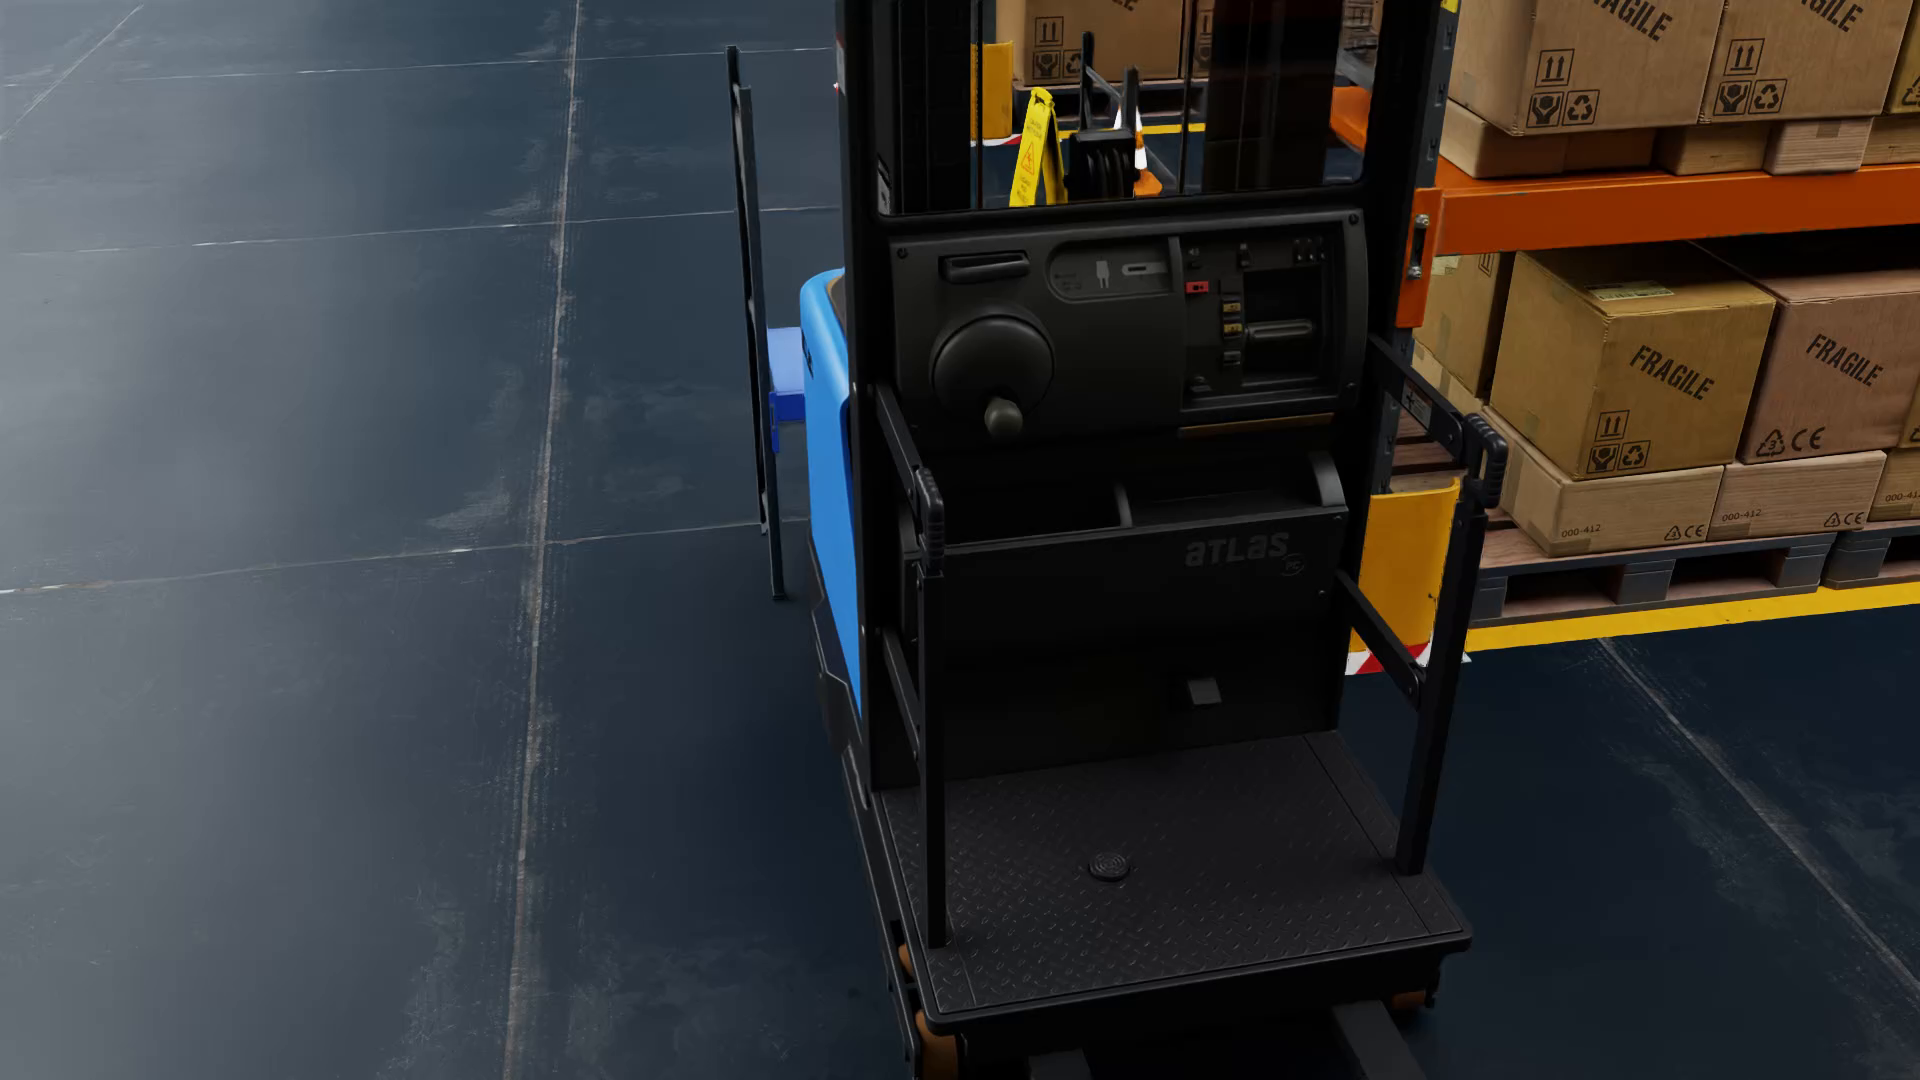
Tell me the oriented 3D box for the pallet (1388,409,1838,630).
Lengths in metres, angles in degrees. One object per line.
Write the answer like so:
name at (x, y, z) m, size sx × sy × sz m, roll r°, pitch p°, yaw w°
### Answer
pallet at (1.909, -0.131, 5.264) m, size 1.213 × 0.211 × 1.003 m, roll -5°, pitch 31°, yaw -9°

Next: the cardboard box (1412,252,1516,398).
cardboard box at (1.770, -0.791, 5.195) m, size 0.500 × 0.500 × 0.500 m, roll -5°, pitch 31°, yaw -9°

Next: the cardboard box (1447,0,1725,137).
cardboard box at (1.545, -1.345, 4.187) m, size 0.500 × 0.500 × 0.500 m, roll -6°, pitch 31°, yaw -10°

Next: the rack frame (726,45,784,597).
rack frame at (-0.588, -0.605, 4.788) m, size 0.032 × 1.500 × 0.500 m, roll -6°, pitch 29°, yaw -9°

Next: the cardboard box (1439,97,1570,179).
cardboard box at (1.400, -1.089, 4.390) m, size 0.250 × 0.149 × 0.380 m, roll -5°, pitch 31°, yaw -9°

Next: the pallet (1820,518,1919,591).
pallet at (3.106, -0.240, 5.450) m, size 1.213 × 0.211 × 1.003 m, roll -5°, pitch 31°, yaw -9°

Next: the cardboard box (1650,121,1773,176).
cardboard box at (1.921, -1.103, 4.414) m, size 0.250 × 0.149 × 0.380 m, roll -6°, pitch 31°, yaw -11°

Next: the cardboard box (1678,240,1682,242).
cardboard box at (2.282, -0.841, 5.279) m, size 0.500 × 0.500 × 0.500 m, roll -4°, pitch 31°, yaw -7°

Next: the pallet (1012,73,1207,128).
pallet at (0.810, -2.638, 9.528) m, size 1.213 × 0.211 × 1.003 m, roll -5°, pitch 31°, yaw -9°

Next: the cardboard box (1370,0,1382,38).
cardboard box at (1.513, -1.627, 4.666) m, size 0.500 × 0.500 × 0.500 m, roll -6°, pitch 31°, yaw -10°

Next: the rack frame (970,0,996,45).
rack frame at (0.038, -3.728, 8.631) m, size 0.127 × 3.000 × 1.000 m, roll -5°, pitch 31°, yaw -9°

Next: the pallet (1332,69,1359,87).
pallet at (2.008, -2.747, 9.714) m, size 1.213 × 0.211 × 1.003 m, roll -5°, pitch 31°, yaw -9°

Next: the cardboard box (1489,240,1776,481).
cardboard box at (1.895, -0.526, 4.744) m, size 0.500 × 0.500 × 0.500 m, roll -6°, pitch 31°, yaw -11°

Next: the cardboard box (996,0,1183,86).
cardboard box at (0.693, -3.088, 9.224) m, size 0.875 × 0.875 × 0.875 m, roll -5°, pitch 31°, yaw -9°

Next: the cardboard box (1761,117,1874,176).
cardboard box at (2.179, -1.103, 4.414) m, size 0.250 × 0.149 × 0.380 m, roll -5°, pitch 31°, yaw -8°

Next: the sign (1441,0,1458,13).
sign at (1.127, -1.372, 3.770) m, size 0.005 × 0.325 × 0.100 m, roll -5°, pitch 31°, yaw -9°

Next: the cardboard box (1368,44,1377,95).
cardboard box at (1.358, -1.302, 4.752) m, size 0.250 × 0.149 × 0.380 m, roll -4°, pitch 31°, yaw -7°

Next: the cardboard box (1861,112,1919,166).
cardboard box at (2.428, -1.143, 4.483) m, size 0.250 × 0.149 × 0.380 m, roll -5°, pitch 31°, yaw -8°

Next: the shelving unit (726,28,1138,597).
shelving unit at (-0.088, -0.654, 4.871) m, size 1.048 × 1.500 × 0.538 m, roll -6°, pitch 29°, yaw -9°

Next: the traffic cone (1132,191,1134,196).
traffic cone at (0.685, -1.380, 7.141) m, size 0.334 × 0.463 × 0.336 m, roll -5°, pitch 31°, yaw -9°

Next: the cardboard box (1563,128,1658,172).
cardboard box at (1.646, -1.119, 4.441) m, size 0.250 × 0.149 × 0.380 m, roll -5°, pitch 31°, yaw -8°

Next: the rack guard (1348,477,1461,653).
rack guard at (1.103, -0.199, 5.094) m, size 0.348 × 0.500 × 1.175 m, roll -5°, pitch 31°, yaw -9°

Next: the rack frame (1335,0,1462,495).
rack frame at (1.029, -1.269, 4.449) m, size 0.127 × 3.000 × 1.000 m, roll -5°, pitch 31°, yaw -9°

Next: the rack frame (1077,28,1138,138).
rack frame at (0.411, -0.703, 4.953) m, size 0.032 × 1.500 × 0.500 m, roll -6°, pitch 29°, yaw -9°

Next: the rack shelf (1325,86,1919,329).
rack shelf at (2.996, -1.142, 4.942) m, size 4.000 × 0.370 × 1.077 m, roll -5°, pitch 31°, yaw -9°

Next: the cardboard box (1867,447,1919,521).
cardboard box at (2.910, -0.300, 5.099) m, size 0.500 × 0.250 × 0.500 m, roll -3°, pitch 31°, yaw -6°

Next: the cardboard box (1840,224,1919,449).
cardboard box at (2.904, -0.618, 4.900) m, size 0.500 × 0.500 × 0.500 m, roll -5°, pitch 31°, yaw -8°

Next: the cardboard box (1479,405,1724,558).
cardboard box at (1.872, -0.201, 4.930) m, size 0.500 × 0.250 × 0.500 m, roll -6°, pitch 31°, yaw -9°

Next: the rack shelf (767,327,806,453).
rack shelf at (-0.087, -0.497, 4.958) m, size 1.000 × 0.185 × 0.538 m, roll -6°, pitch 29°, yaw -9°

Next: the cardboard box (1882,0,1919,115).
cardboard box at (2.554, -1.441, 4.350) m, size 0.500 × 0.500 × 0.500 m, roll -6°, pitch 31°, yaw -10°

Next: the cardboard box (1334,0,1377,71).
cardboard box at (2.455, -3.251, 9.502) m, size 0.875 × 0.875 × 0.875 m, roll -5°, pitch 31°, yaw -9°

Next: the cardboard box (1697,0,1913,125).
cardboard box at (2.053, -1.394, 4.270) m, size 0.500 × 0.500 × 0.500 m, roll -4°, pitch 31°, yaw -7°

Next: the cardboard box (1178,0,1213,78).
cardboard box at (1.558, -3.169, 9.362) m, size 0.875 × 0.875 × 0.875 m, roll -6°, pitch 31°, yaw -10°

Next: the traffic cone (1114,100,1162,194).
traffic cone at (0.816, -1.975, 8.152) m, size 0.334 × 0.463 × 0.336 m, roll -5°, pitch 31°, yaw -9°

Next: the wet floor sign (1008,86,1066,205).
wet floor sign at (0.366, -1.723, 7.544) m, size 0.232 × 0.644 × 0.267 m, roll -11°, pitch 32°, yaw -17°

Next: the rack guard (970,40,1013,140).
rack guard at (0.014, -2.648, 9.260) m, size 0.348 × 0.500 × 1.175 m, roll -5°, pitch 31°, yaw -9°

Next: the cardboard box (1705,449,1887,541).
cardboard box at (2.375, -0.243, 5.003) m, size 0.500 × 0.250 × 0.500 m, roll -4°, pitch 31°, yaw -7°

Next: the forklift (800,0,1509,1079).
forklift at (0.377, -0.363, 2.976) m, size 1.130 × 2.935 × 3.031 m, roll -6°, pitch 31°, yaw -10°

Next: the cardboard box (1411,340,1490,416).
cardboard box at (1.799, -0.475, 5.397) m, size 0.500 × 0.250 × 0.500 m, roll -5°, pitch 31°, yaw -9°

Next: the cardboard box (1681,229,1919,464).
cardboard box at (2.409, -0.576, 4.829) m, size 0.500 × 0.500 × 0.500 m, roll -6°, pitch 31°, yaw -11°
